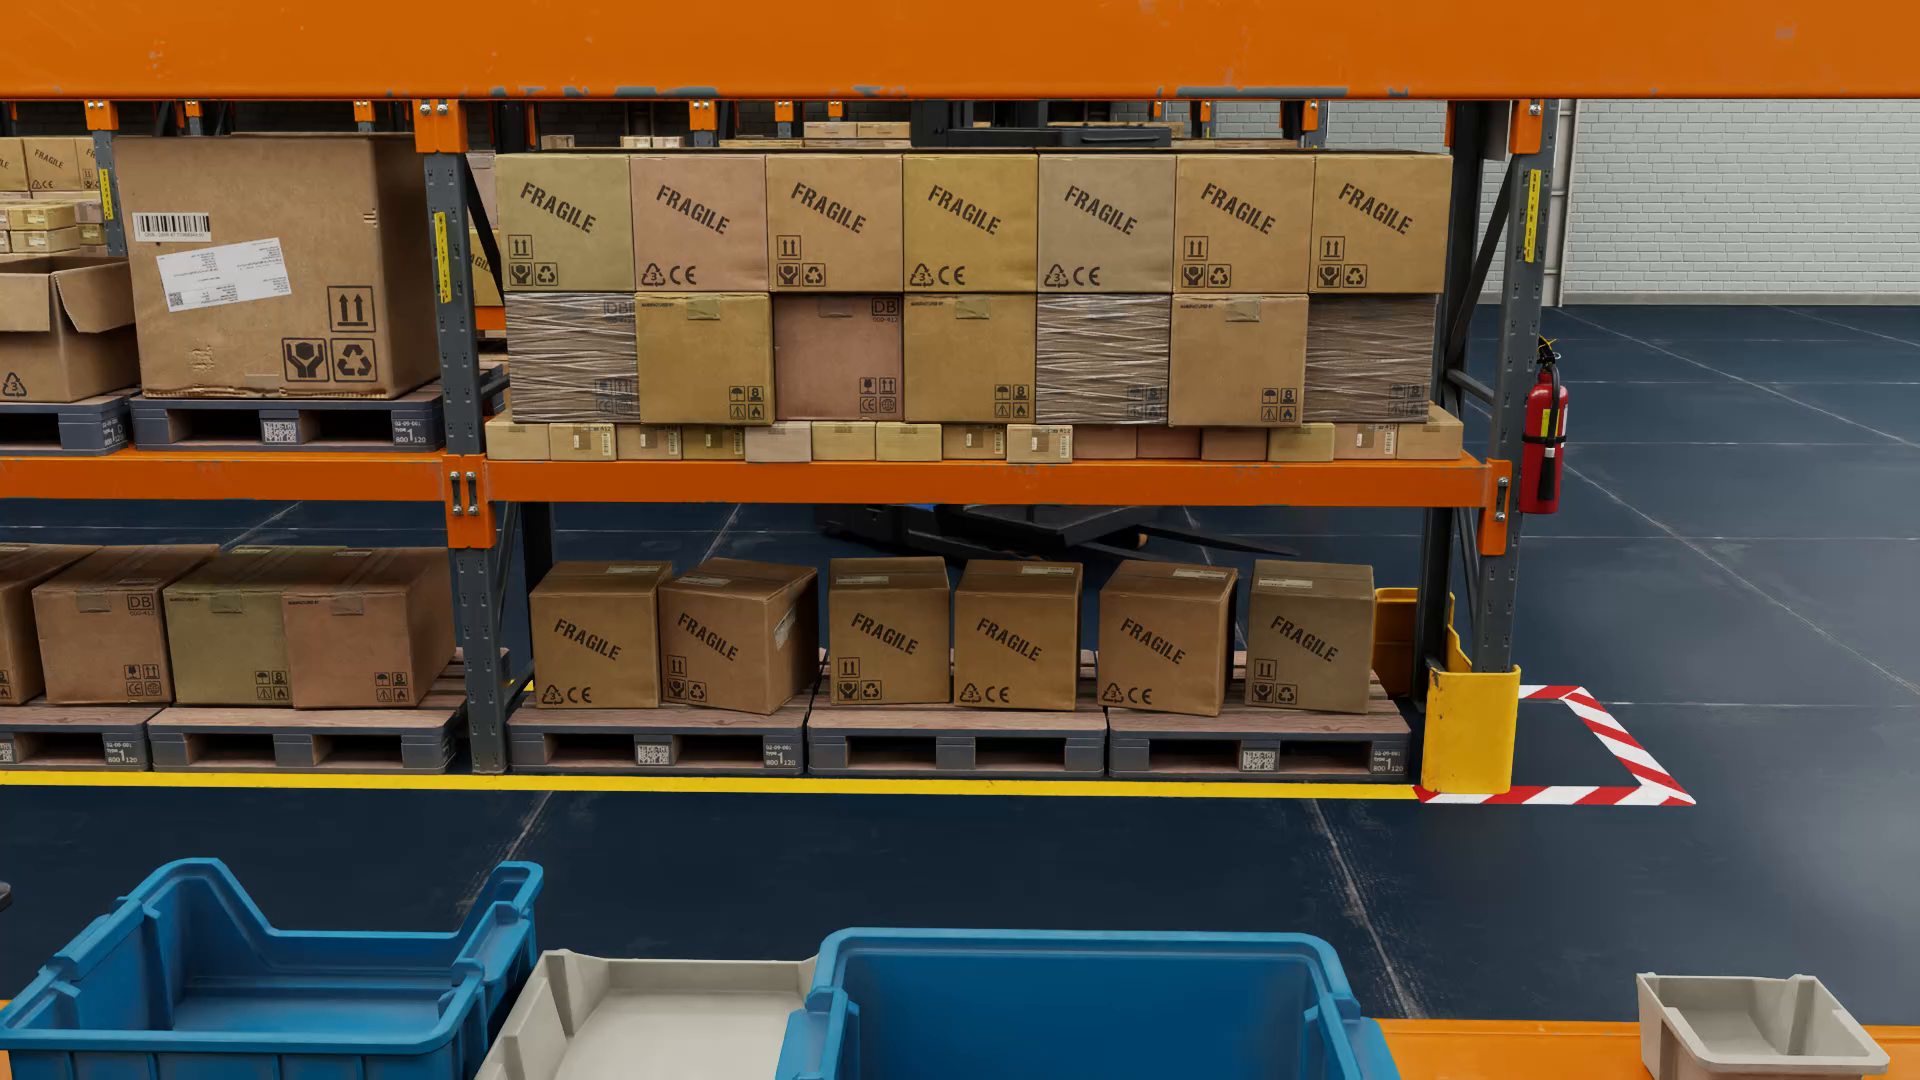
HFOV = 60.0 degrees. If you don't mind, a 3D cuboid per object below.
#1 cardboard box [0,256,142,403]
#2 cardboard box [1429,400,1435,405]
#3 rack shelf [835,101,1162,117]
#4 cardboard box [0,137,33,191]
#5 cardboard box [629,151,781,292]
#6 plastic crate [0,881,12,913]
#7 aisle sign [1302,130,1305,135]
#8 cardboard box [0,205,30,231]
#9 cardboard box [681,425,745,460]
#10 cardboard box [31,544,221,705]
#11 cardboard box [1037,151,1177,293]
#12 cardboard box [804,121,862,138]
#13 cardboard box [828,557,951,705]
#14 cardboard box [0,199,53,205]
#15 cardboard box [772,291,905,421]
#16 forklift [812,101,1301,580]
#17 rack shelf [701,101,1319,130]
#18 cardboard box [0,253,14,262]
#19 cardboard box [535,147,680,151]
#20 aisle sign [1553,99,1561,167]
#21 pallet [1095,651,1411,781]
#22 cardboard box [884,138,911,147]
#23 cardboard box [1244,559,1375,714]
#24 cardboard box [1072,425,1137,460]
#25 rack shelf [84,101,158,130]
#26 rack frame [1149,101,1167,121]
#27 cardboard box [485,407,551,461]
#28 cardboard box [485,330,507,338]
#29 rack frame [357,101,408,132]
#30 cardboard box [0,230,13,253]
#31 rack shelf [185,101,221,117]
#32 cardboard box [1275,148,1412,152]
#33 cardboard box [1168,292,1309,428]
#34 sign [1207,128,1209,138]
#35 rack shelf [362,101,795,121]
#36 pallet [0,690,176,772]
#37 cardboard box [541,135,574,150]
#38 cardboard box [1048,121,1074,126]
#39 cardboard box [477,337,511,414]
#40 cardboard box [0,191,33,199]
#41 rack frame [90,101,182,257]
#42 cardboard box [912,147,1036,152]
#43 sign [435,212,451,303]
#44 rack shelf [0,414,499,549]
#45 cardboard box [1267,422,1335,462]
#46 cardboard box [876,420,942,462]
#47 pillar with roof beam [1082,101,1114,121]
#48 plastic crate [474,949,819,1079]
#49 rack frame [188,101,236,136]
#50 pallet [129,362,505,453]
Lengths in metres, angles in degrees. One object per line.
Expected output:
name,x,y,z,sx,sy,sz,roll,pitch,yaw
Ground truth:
cardboard box,-3.634,-0.865,6.713,0.637,0.503,0.797,2,15,7
cardboard box,1.821,-0.539,6.997,0.250,0.149,0.380,0,15,1
rack shelf,0.477,-5.507,20.863,4.000,0.370,1.077,0,15,1
cardboard box,-9.210,-3.659,16.174,0.500,0.500,0.500,1,15,2
cardboard box,-0.955,-1.229,6.380,0.500,0.500,0.500,0,15,1
plastic crate,-1.505,0.705,1.911,0.504,0.338,0.767,0,15,1
aisle sign,2.406,-3.196,11.476,0.004,0.787,0.394,0,15,1
cardboard box,-6.422,-2.172,11.197,0.250,0.149,0.380,0,15,1
cardboard box,-0.941,-0.426,6.567,0.250,0.149,0.380,0,15,1
cardboard box,-3.548,0.351,7.169,0.500,0.500,0.700,-1,15,-3
cardboard box,0.544,-1.220,6.346,0.500,0.500,0.500,0,15,1
cardboard box,-1.211,-3.769,16.007,0.500,0.500,0.700,0,15,1
cardboard box,-0.304,0.380,7.097,0.500,0.500,0.500,-1,15,-4
cardboard box,-6.640,-2.340,11.833,0.250,0.149,0.380,0,15,1
cardboard box,-0.449,-0.808,6.743,0.500,0.500,0.875,0,15,1
forklift,0.520,-1.314,9.576,3.031,2.935,1.130,12,19,39
rack shelf,0.328,-2.978,11.278,4.000,0.370,1.077,0,15,1
cardboard box,-6.423,-1.884,11.271,0.250,0.149,0.380,0,15,1
cardboard box,-1.442,-1.367,6.903,0.500,0.500,0.500,0,15,1
aisle sign,2.154,-1.778,6.104,0.004,0.787,0.394,0,15,1
pallet,1.213,0.735,7.139,1.213,0.211,1.003,0,15,1
cardboard box,-0.214,-2.460,11.372,0.550,0.550,0.875,0,15,1
cardboard box,1.476,0.399,7.025,0.500,0.500,0.500,3,15,12
cardboard box,0.560,-0.430,6.582,0.250,0.149,0.380,0,15,1
rack shelf,-7.669,-3.030,11.476,4.000,0.370,1.077,0,15,1
rack frame,2.476,-4.391,21.105,0.127,3.000,1.000,0,15,1
cardboard box,-1.691,-0.425,6.562,0.250,0.149,0.380,0,15,1
cardboard box,-4.342,-2.101,16.752,0.625,0.372,0.950,0,15,0
rack frame,-5.644,-3.178,16.504,0.127,3.000,1.000,0,15,1
cardboard box,-6.442,-2.028,11.235,0.250,0.149,0.380,1,15,4
rack shelf,-11.519,-5.585,21.159,4.000,0.370,1.077,0,15,1
cardboard box,1.557,-1.347,6.826,0.500,0.500,0.500,0,15,1
cardboard box,1.048,-0.774,6.613,0.500,0.500,0.875,0,15,1
sign,2.319,-3.697,15.583,0.005,0.325,0.100,0,15,1
rack shelf,-3.645,-4.267,16.164,4.000,0.370,1.077,0,15,1
pallet,-3.900,0.712,7.227,1.213,0.211,1.003,0,15,1
cardboard box,-4.002,-3.948,16.549,0.250,0.149,0.380,0,15,-1
cardboard box,0.819,-3.731,15.863,0.500,0.500,0.700,0,15,1
cardboard box,-3.258,-0.992,11.808,0.750,0.750,1.050,0,15,1
cardboard box,-9.210,-3.298,16.275,0.500,0.250,0.500,0,15,0
rack frame,-5.670,-1.915,11.717,0.127,3.000,1.000,0,15,1
cardboard box,0.058,-1.357,6.863,0.500,0.500,0.500,0,15,1
sign,-1.909,-1.043,6.142,0.005,0.325,0.100,0,15,1
rack shelf,-3.898,-0.290,6.968,4.000,0.370,1.077,0,15,1
cardboard box,1.309,-0.416,6.530,0.250,0.149,0.380,0,15,1
cardboard box,-0.192,-0.418,6.538,0.250,0.149,0.380,0,15,1
pillar with roof beam,1.693,-6.429,17.066,0.400,9.000,9.100,0,15,1
plastic crate,-0.395,0.712,2.277,0.437,0.136,0.530,0,15,1
rack frame,-9.520,-4.470,21.401,0.127,3.000,1.000,0,15,1
pallet,-2.659,-0.574,7.010,1.213,0.211,1.003,0,15,1
